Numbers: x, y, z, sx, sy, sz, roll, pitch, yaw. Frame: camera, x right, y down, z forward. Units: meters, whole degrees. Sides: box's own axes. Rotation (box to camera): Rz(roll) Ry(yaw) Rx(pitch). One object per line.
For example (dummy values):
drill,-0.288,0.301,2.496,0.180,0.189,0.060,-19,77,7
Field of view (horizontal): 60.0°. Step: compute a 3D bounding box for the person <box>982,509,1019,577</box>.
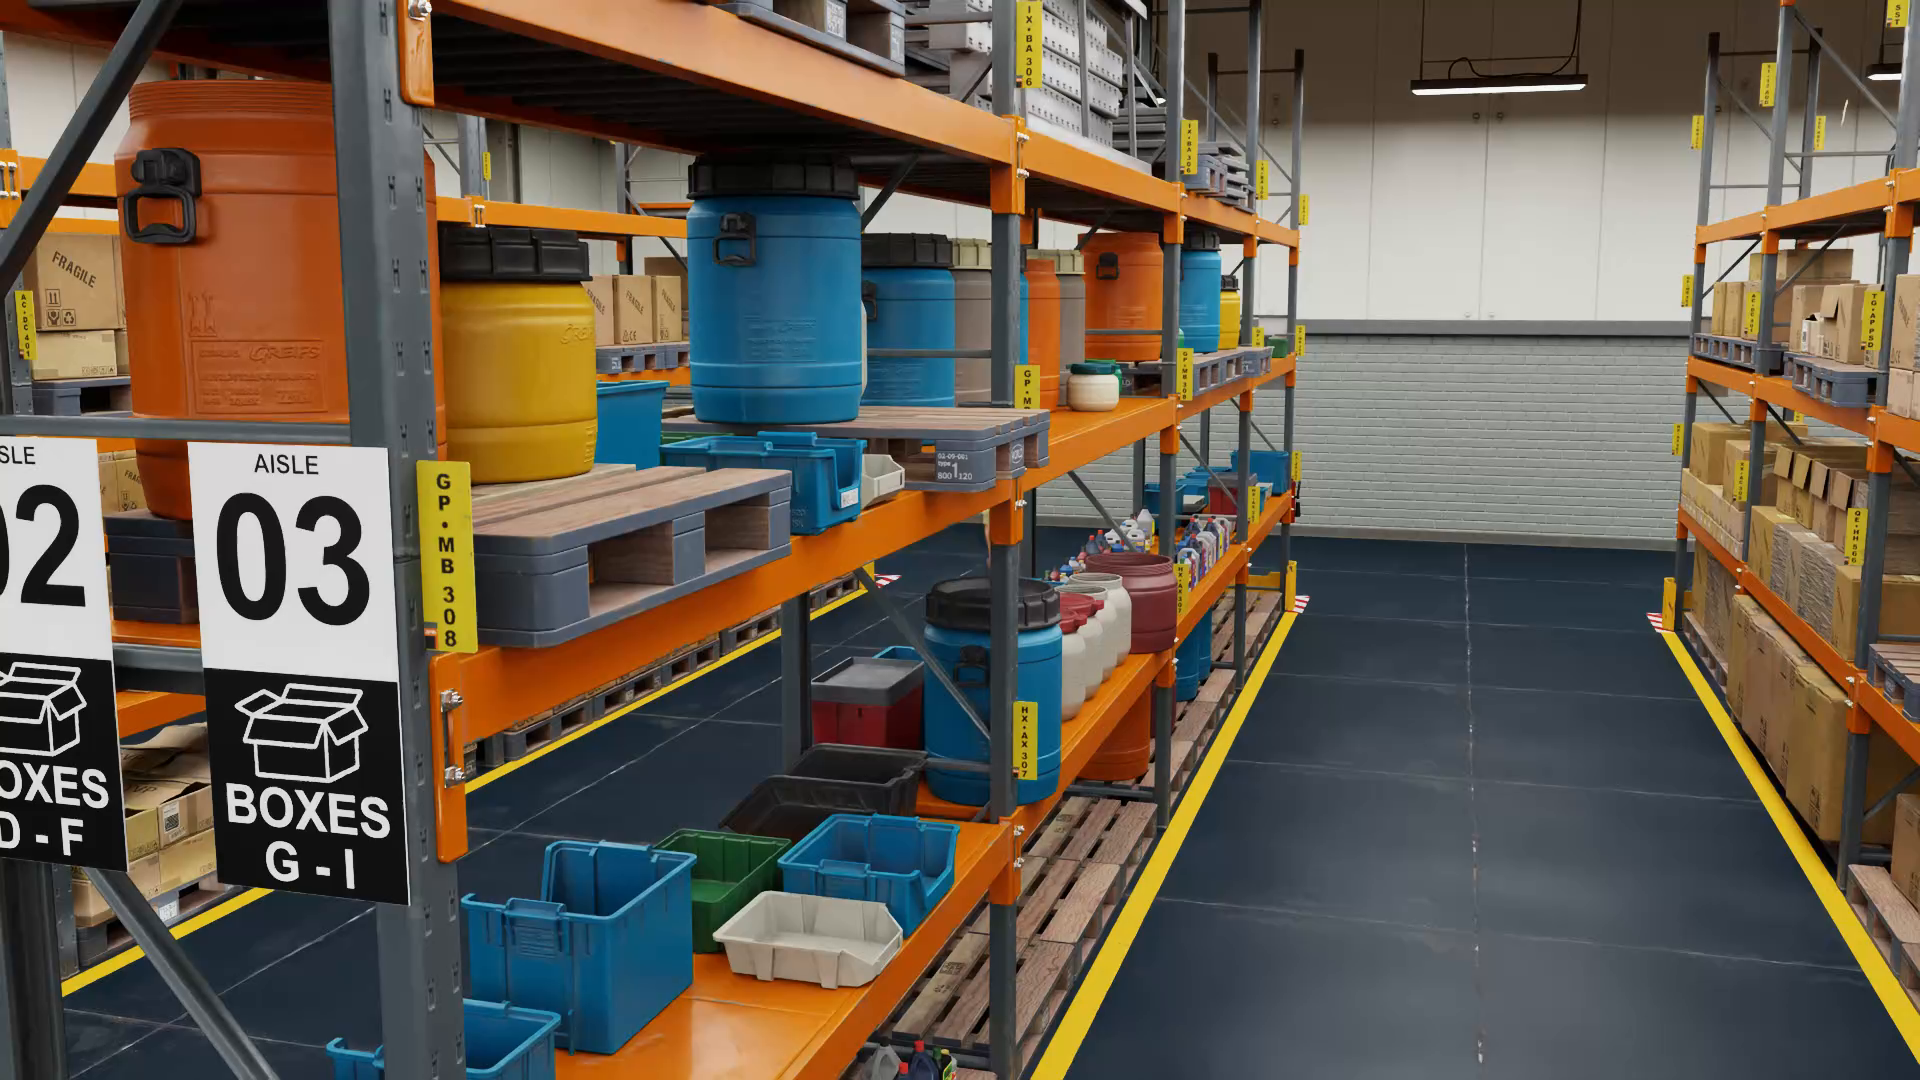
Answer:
person,0.482,0.145,16.852,0.690,1.654,0.491,7,11,41
